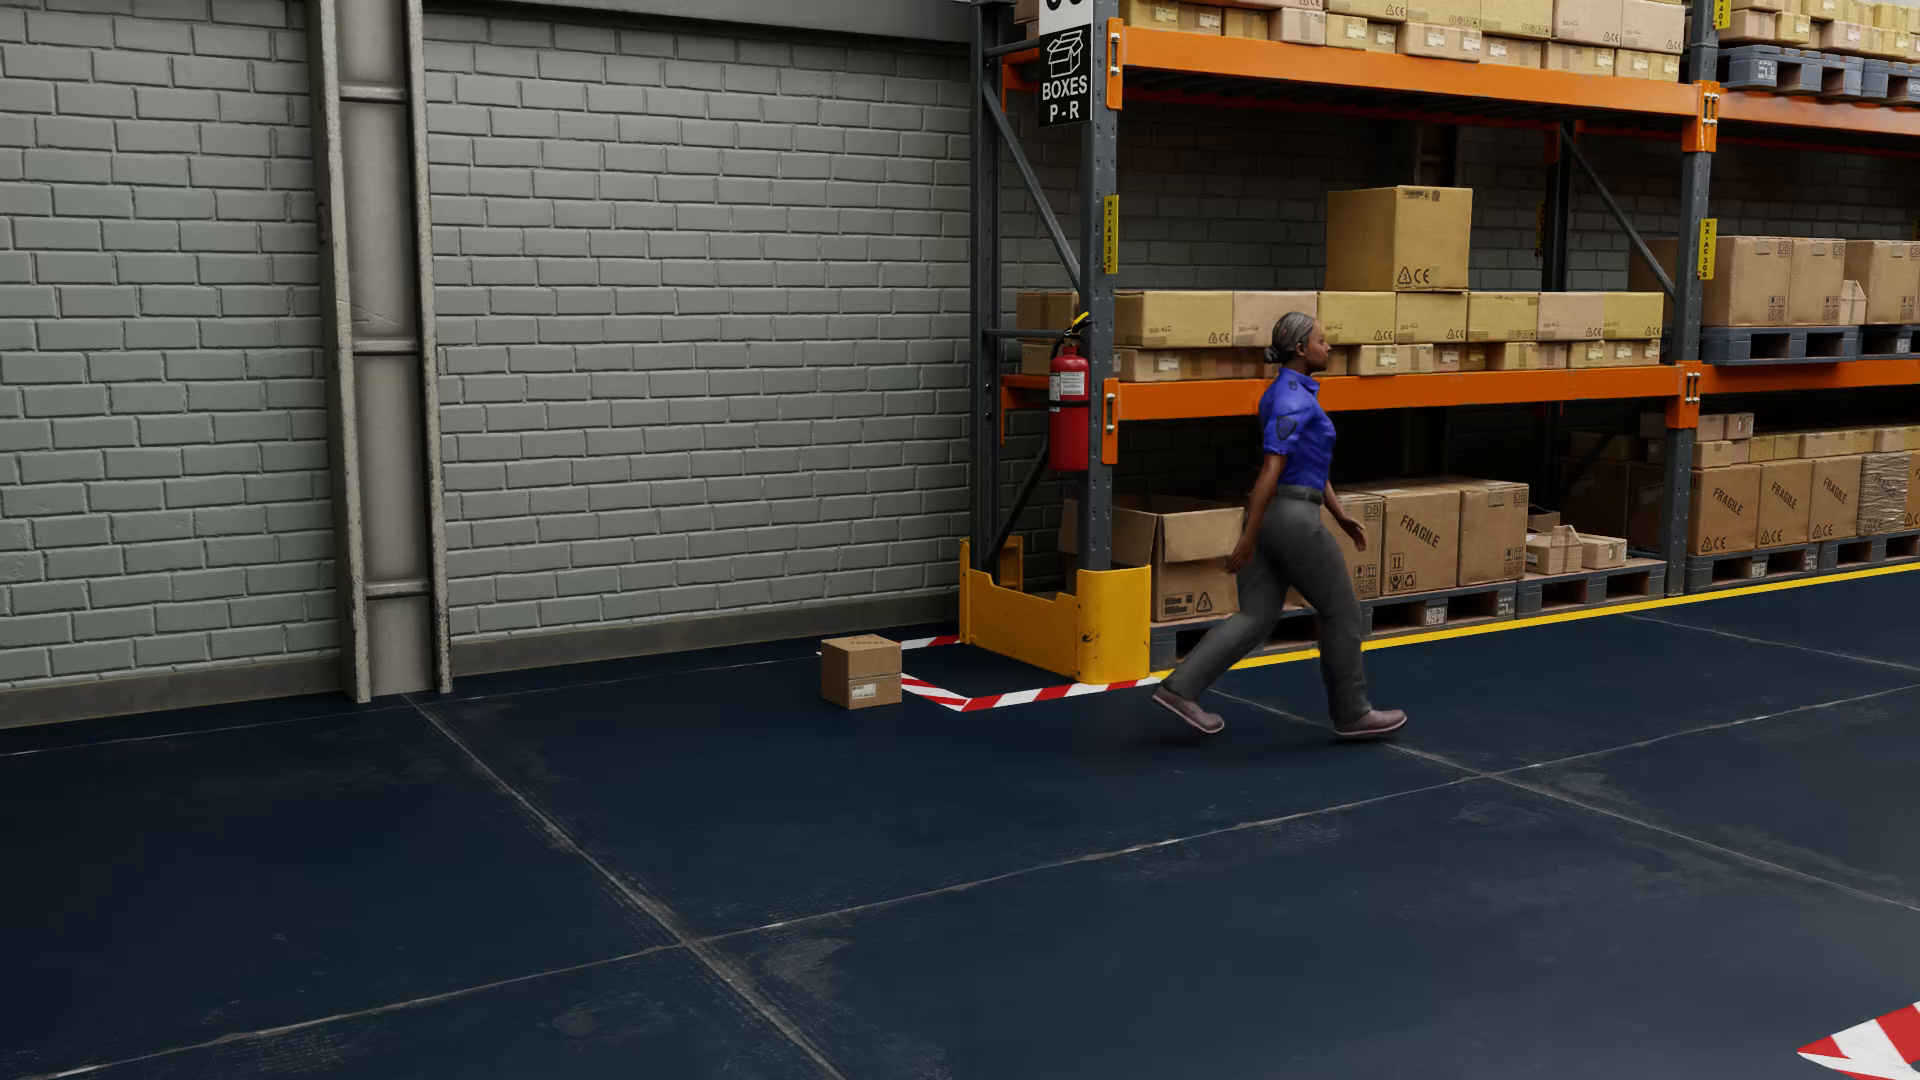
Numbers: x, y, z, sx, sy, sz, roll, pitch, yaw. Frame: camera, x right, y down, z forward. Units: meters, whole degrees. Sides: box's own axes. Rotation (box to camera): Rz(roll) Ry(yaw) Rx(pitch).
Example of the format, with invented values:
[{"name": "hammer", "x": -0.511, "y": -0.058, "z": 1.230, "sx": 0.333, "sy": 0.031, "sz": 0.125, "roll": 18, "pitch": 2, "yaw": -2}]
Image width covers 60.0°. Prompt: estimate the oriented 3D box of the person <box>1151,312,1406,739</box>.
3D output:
[{"name": "person", "x": 1.217, "y": -0.047, "z": 6.217, "sx": 0.981, "sy": 1.597, "sz": 0.482, "roll": -1, "pitch": 8, "yaw": -5}]
